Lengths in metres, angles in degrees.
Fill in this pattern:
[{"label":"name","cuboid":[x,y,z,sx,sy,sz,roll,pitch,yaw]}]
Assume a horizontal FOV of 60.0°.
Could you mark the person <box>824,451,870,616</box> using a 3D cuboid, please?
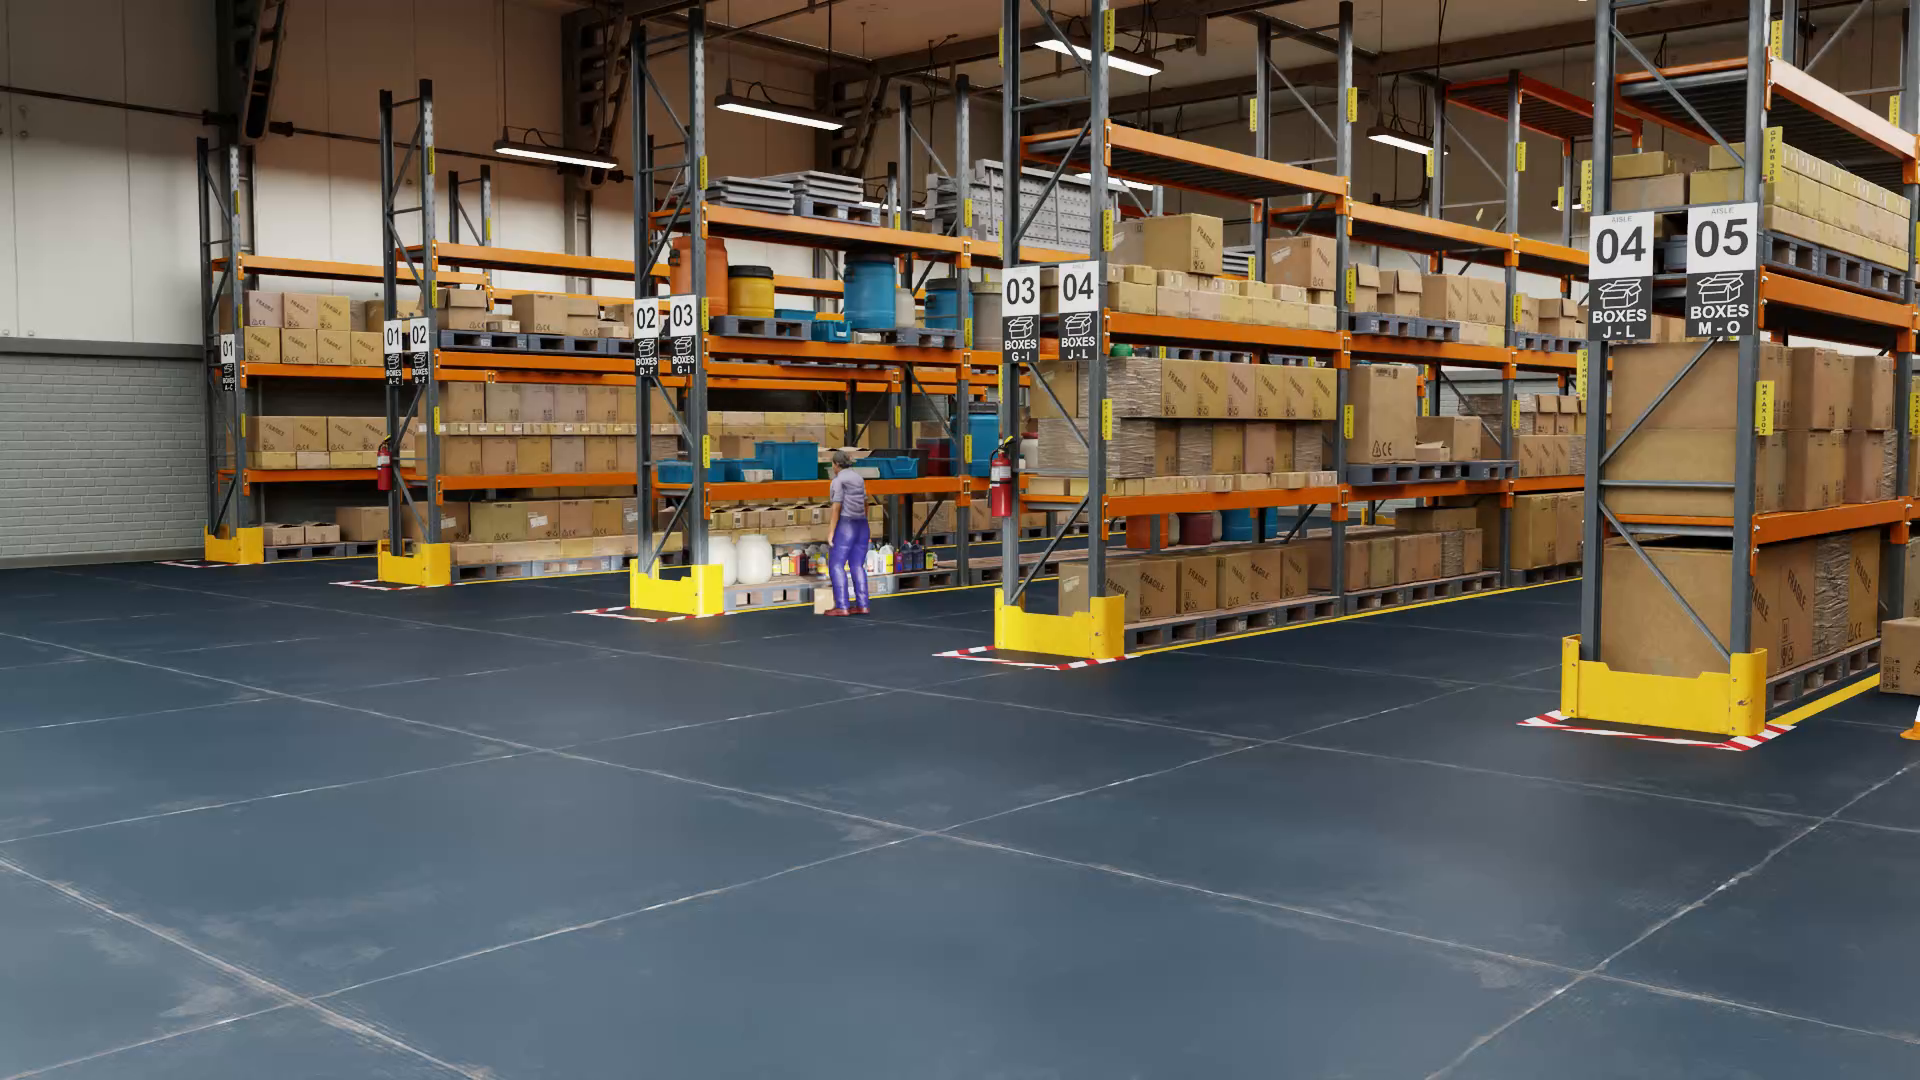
[{"label":"person","cuboid":[-1.119,-0.072,16.681,0.374,1.650,0.553,3,5,38]}]
